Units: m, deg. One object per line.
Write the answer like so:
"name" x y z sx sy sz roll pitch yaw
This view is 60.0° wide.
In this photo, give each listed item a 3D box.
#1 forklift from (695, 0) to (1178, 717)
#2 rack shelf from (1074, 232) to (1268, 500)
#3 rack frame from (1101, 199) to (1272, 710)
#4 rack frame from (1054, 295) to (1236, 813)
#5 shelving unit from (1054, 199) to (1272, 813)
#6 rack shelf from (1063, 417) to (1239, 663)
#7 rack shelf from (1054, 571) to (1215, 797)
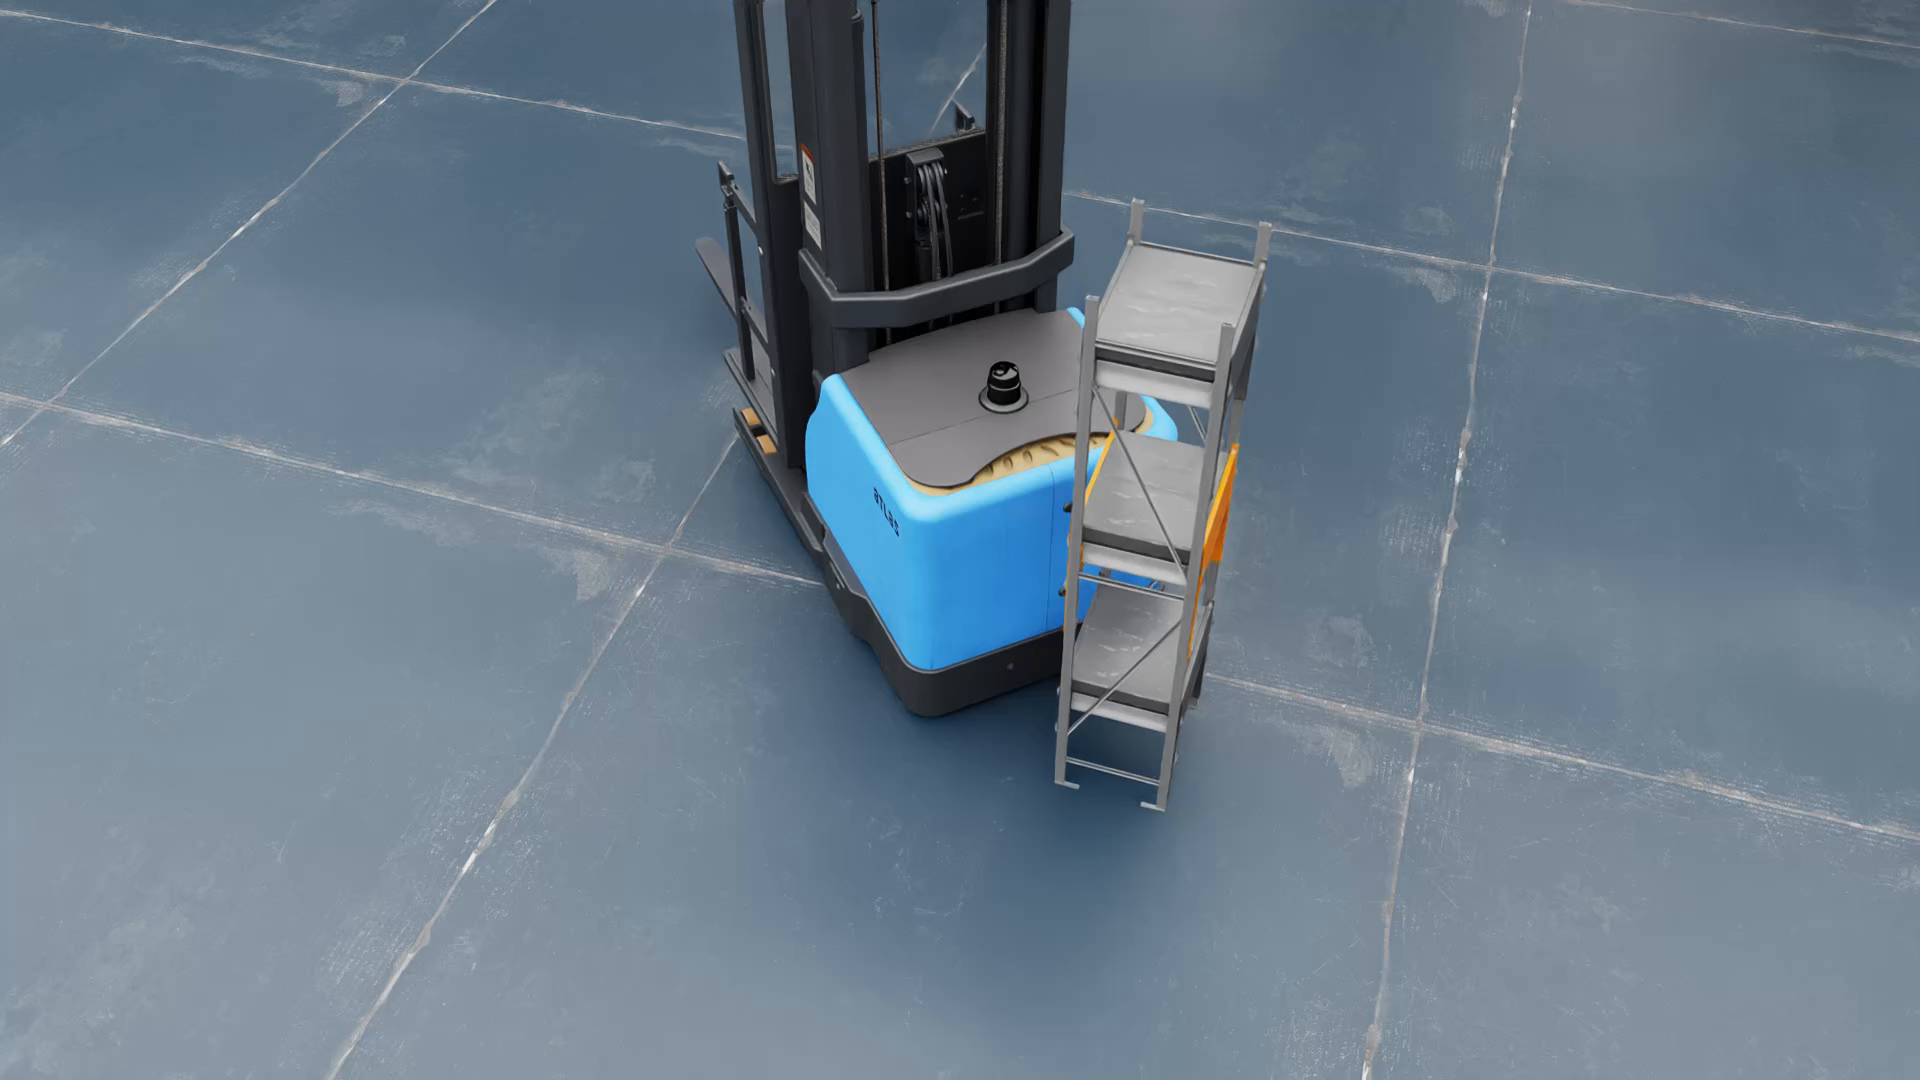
"forklift" -0.318 -1.450 6.136 1.130 2.935 3.031 -18 47 -17
"rack shelf" 0.603 -0.503 4.781 0.431 0.518 0.480 13 46 13
"rack frame" 0.681 -0.174 5.427 0.400 2.100 0.015 13 46 13
"rack frame" 0.525 0.149 5.096 0.400 2.100 0.015 13 46 13
"shelving unit" 0.603 -0.012 5.261 0.431 2.100 0.503 13 46 13
"rack shelf" 0.603 -0.003 5.271 0.431 0.518 0.480 13 46 13
"rack shelf" 0.603 0.498 5.760 0.431 0.518 0.480 13 46 13
